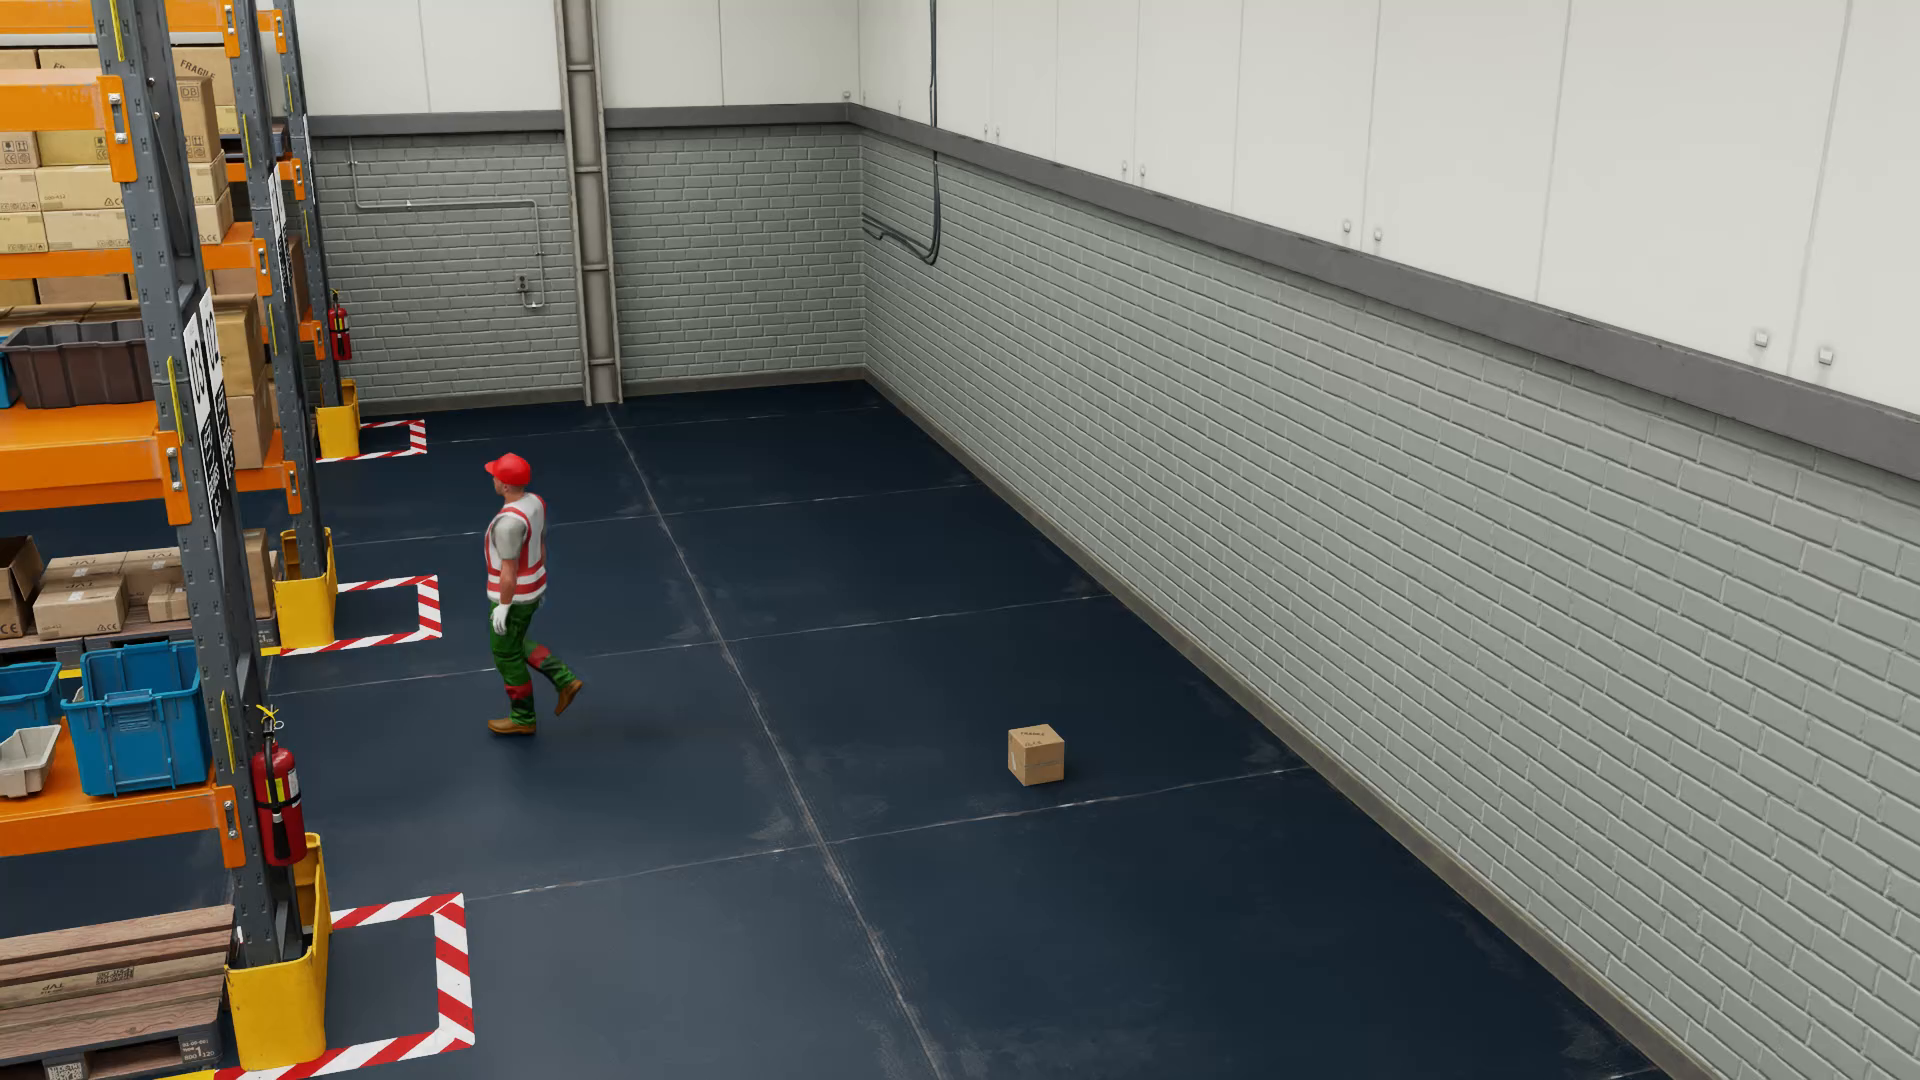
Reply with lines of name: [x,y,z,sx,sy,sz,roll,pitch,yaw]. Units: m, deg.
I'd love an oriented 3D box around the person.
person: [-2.628,0.329,10.009,0.569,1.782,0.537,2,19,6]
